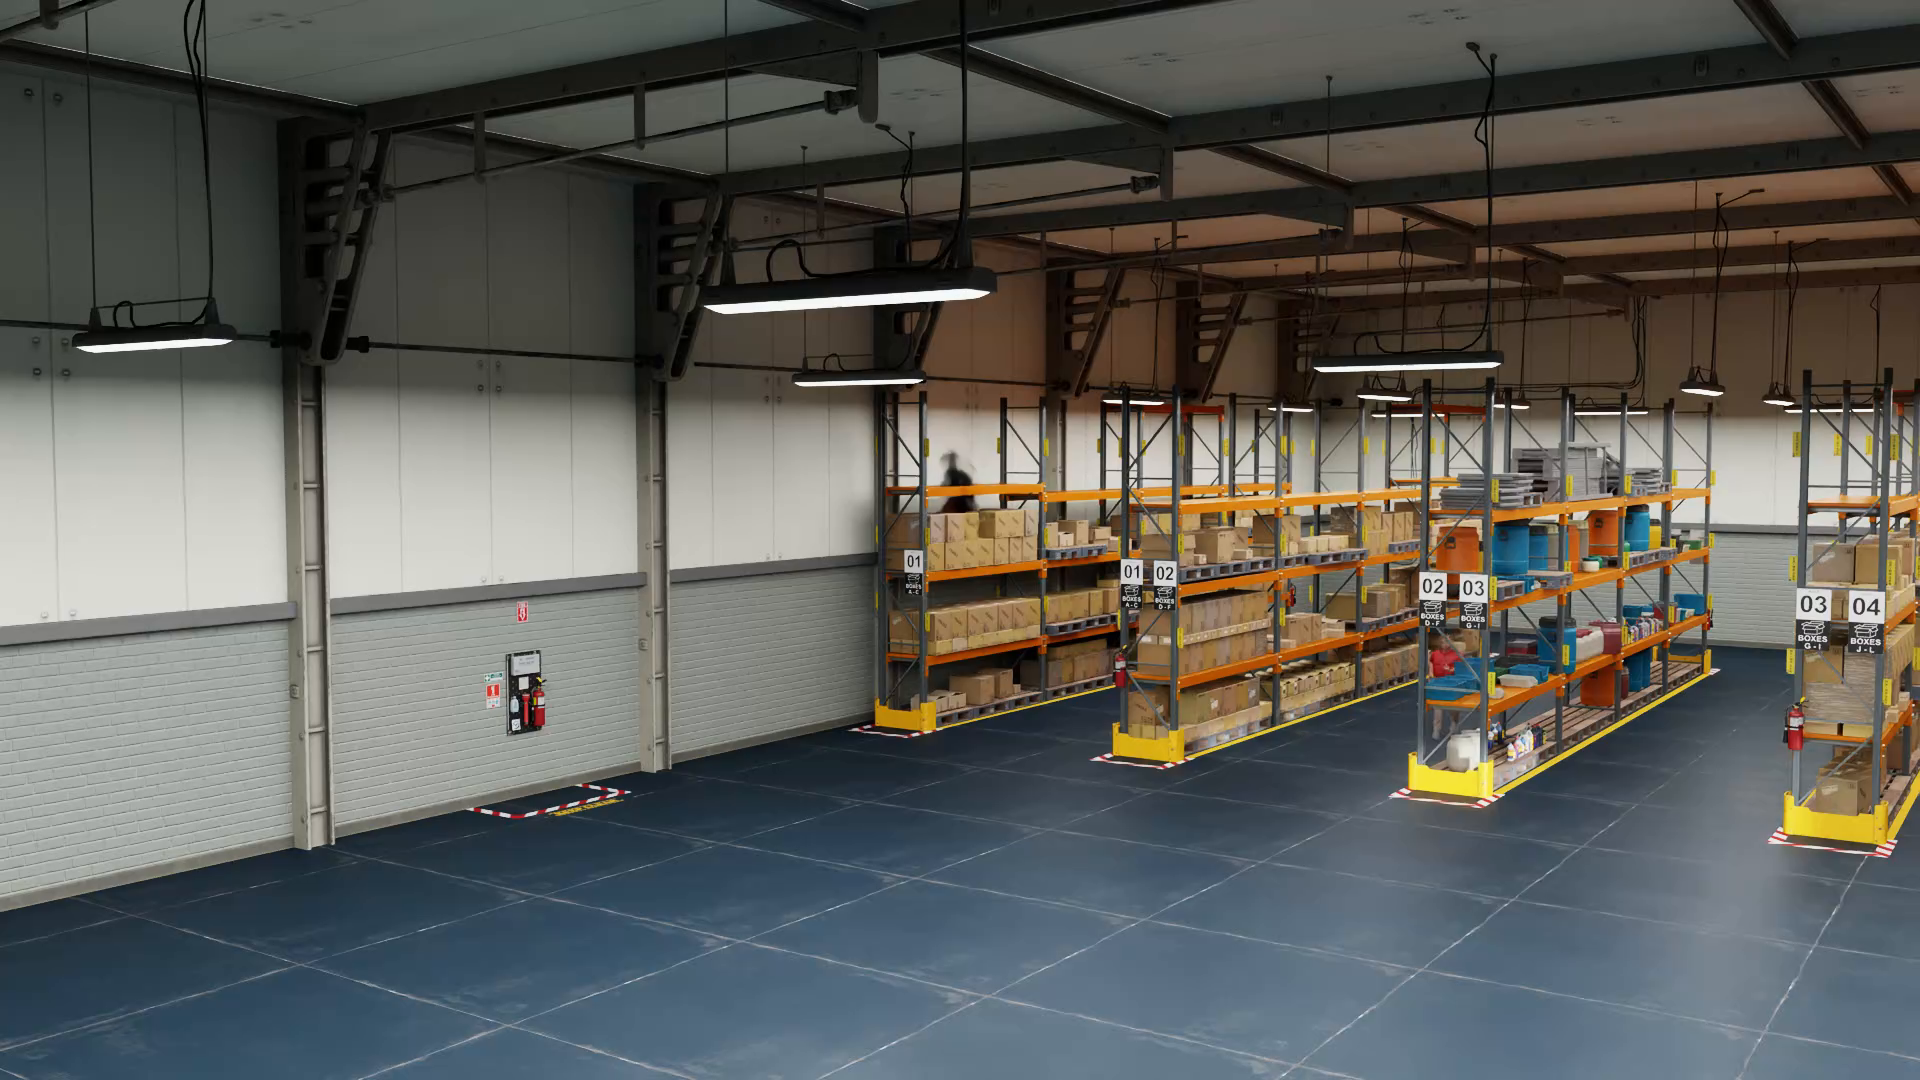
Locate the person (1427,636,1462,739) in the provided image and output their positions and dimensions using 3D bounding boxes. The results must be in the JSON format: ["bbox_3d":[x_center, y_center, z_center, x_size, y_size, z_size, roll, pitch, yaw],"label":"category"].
[{"bbox_3d":[8.388,2.523,28.742,0.662,1.716,0.962,2,4,27],"label":"person"}]
